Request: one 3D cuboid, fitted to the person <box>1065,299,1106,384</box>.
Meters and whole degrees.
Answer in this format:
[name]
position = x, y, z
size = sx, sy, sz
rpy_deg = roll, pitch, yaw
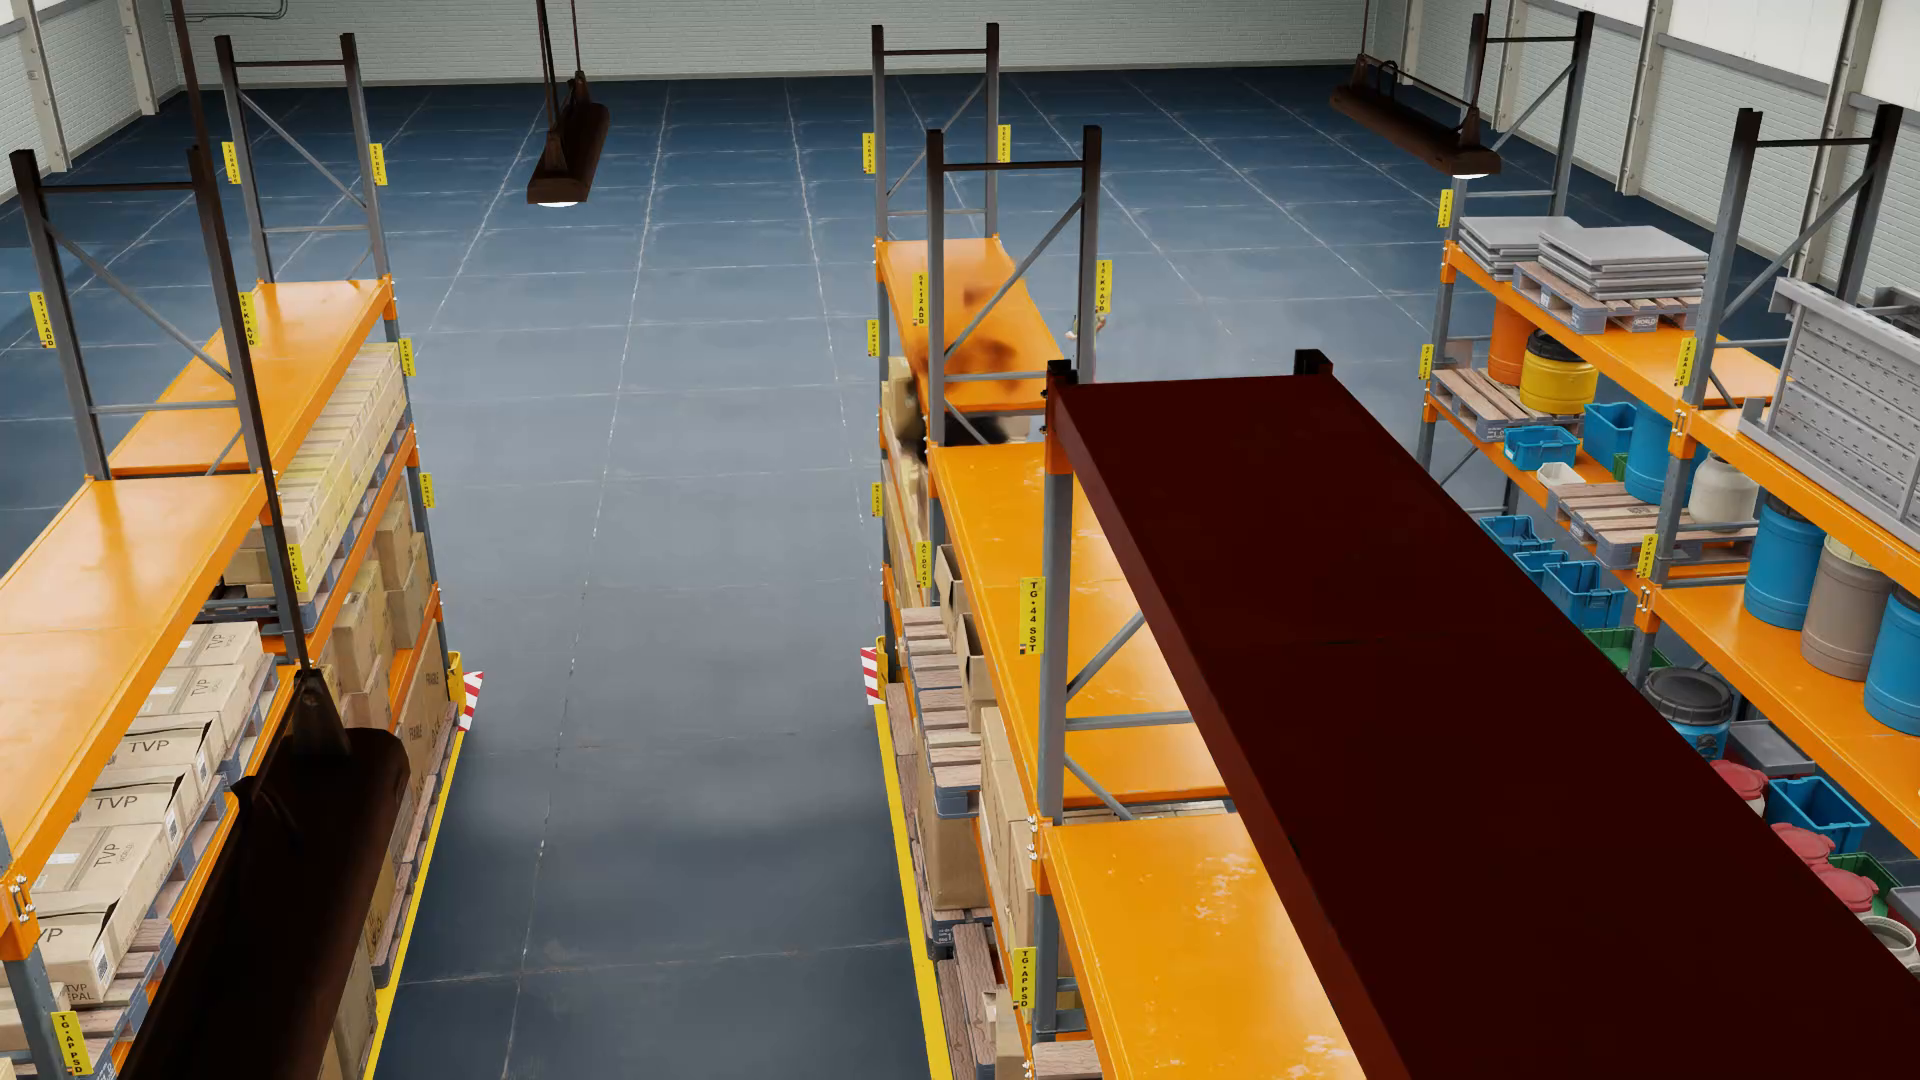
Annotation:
[person]
position = 1.641, -2.458, 21.720
size = 0.790, 1.676, 0.580
rpy_deg = 8, 27, 16
